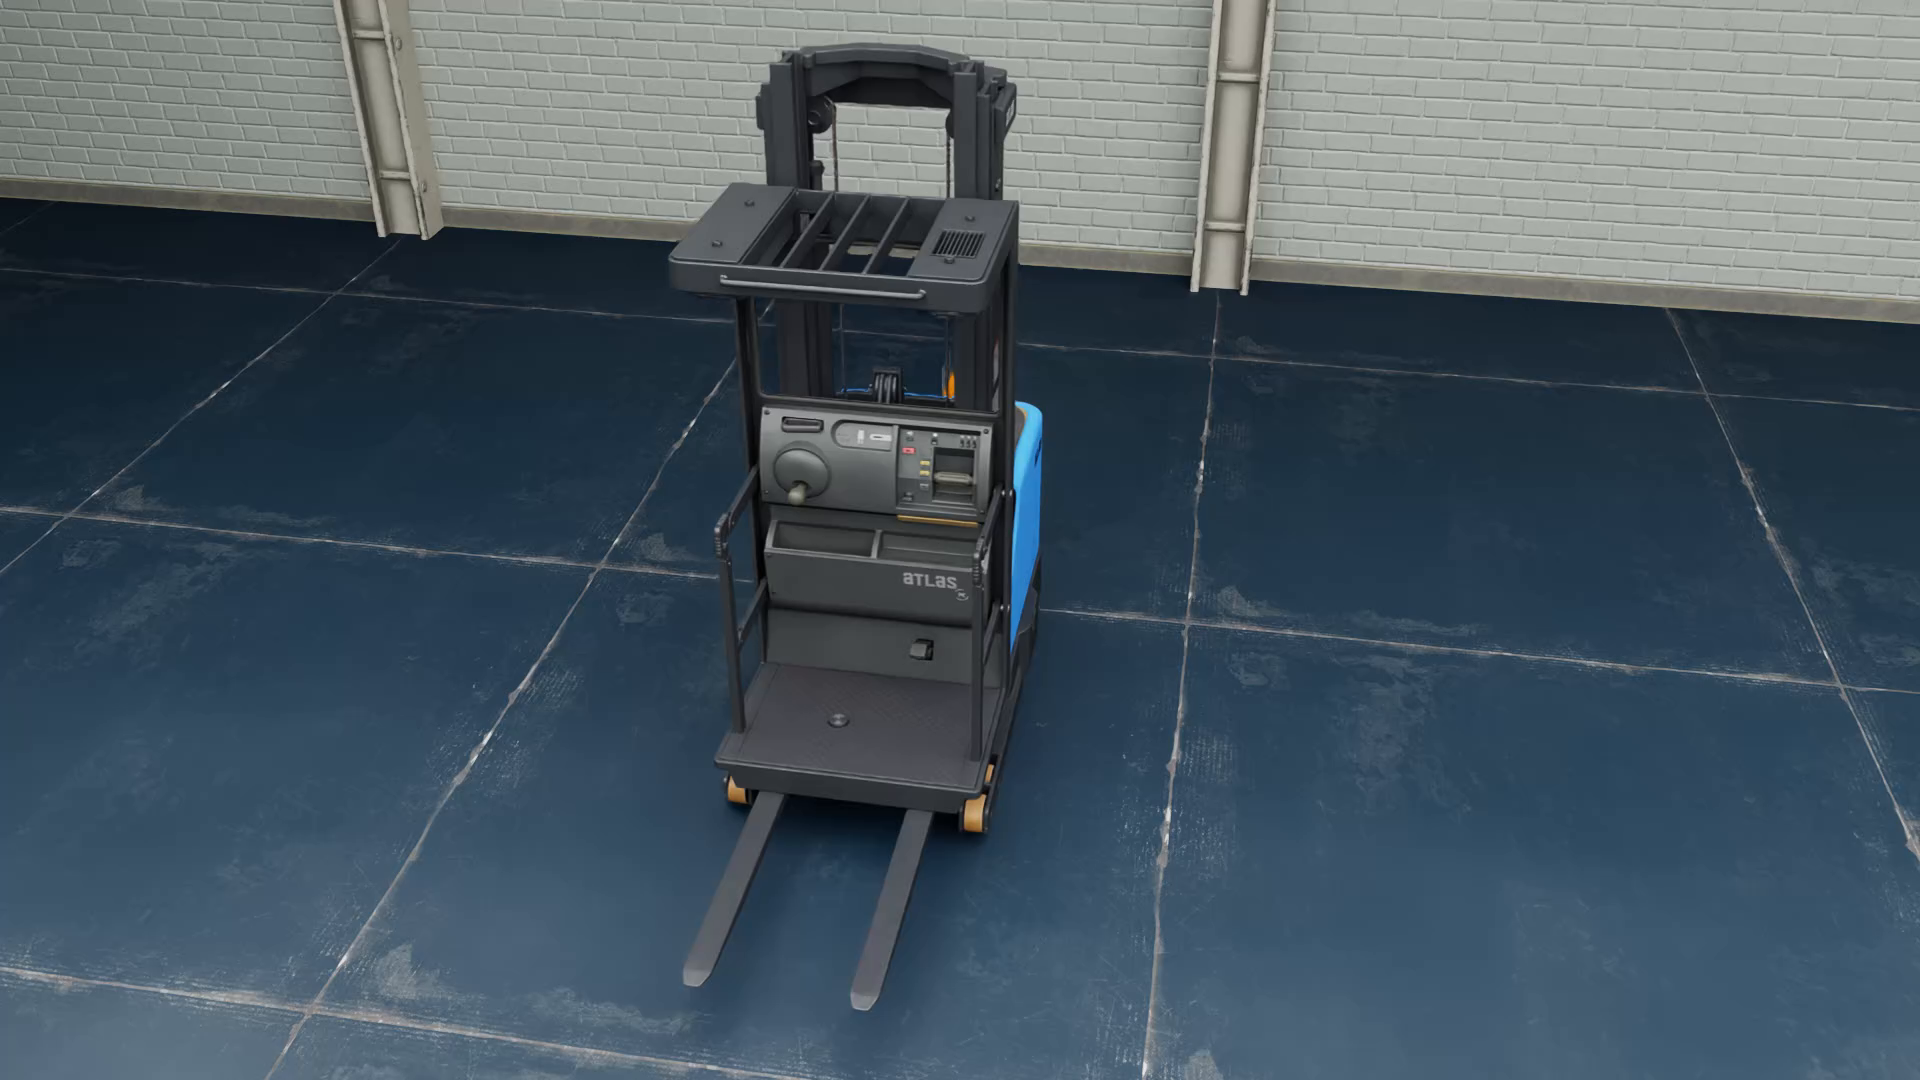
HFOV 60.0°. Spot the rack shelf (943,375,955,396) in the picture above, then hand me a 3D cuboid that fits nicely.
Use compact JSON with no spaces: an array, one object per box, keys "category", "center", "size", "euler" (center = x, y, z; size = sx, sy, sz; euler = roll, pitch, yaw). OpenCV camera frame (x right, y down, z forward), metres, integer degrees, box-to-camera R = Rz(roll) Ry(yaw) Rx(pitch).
[{"category":"rack shelf","center":[0.053,-0.672,8.319],"size":[0.240,0.259,0.215],"euler":[5,32,8]}]

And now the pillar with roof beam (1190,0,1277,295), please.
[{"category":"pillar with roof beam","center":[1.087,-3.345,5.612],"size":[0.400,9.000,9.100],"euler":[5,32,8]}]

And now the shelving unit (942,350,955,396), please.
[{"category":"shelving unit","center":[0.053,-0.440,8.464],"size":[0.252,1.050,0.215],"euler":[5,32,8]}]

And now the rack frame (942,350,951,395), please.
[{"category":"rack frame","center":[-0.068,-0.451,8.481],"size":[0.008,1.050,0.200],"euler":[5,32,8]}]

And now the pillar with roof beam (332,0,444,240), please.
[{"category":"pillar with roof beam","center":[-4.827,-3.881,6.468],"size":[0.400,9.000,9.100],"euler":[5,32,8]}]

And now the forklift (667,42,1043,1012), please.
[{"category":"forklift","center":[-0.372,-0.251,6.388],"size":[1.130,2.935,3.031],"euler":[6,32,9]}]
